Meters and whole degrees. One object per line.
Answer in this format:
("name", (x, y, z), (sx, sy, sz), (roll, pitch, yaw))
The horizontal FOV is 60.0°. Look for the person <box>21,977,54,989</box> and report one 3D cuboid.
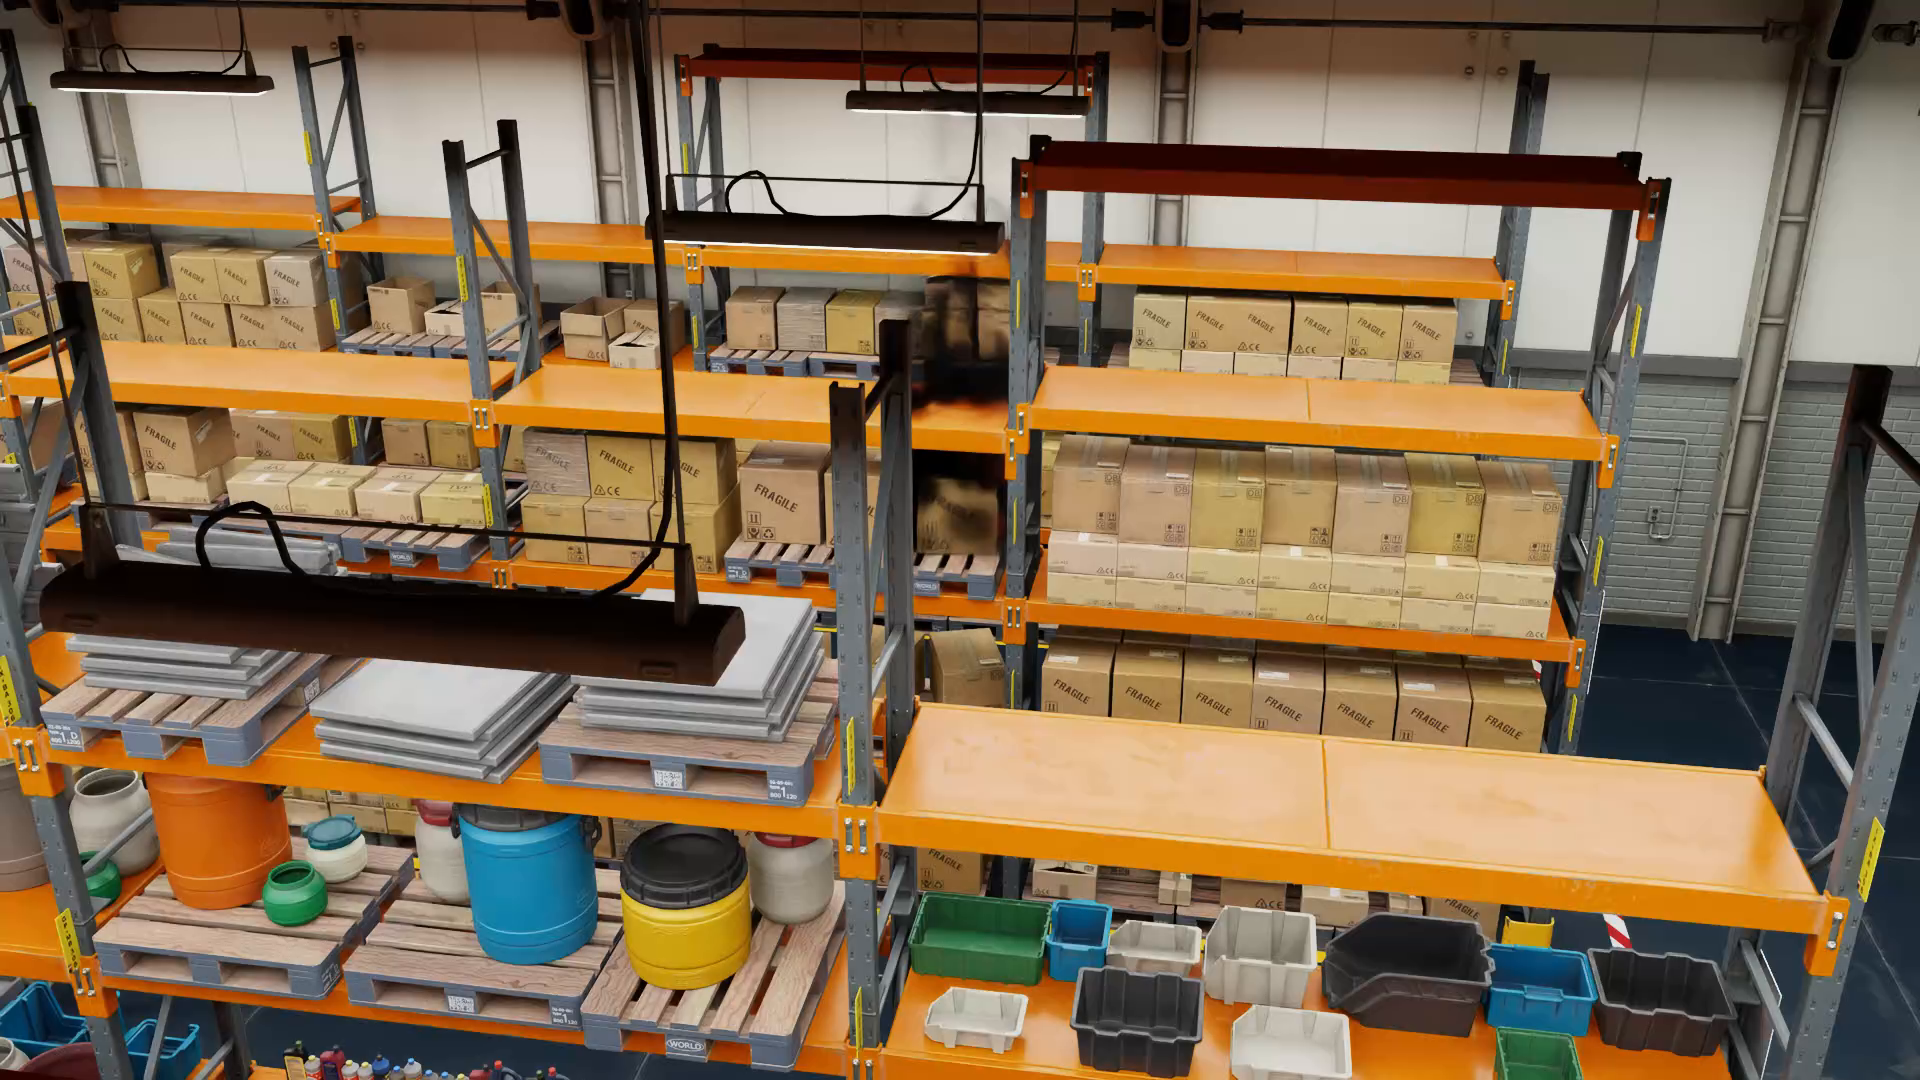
("person", (-6.900, 2.626, 12.069), (0.566, 1.644, 0.574), (1, 23, 3))
